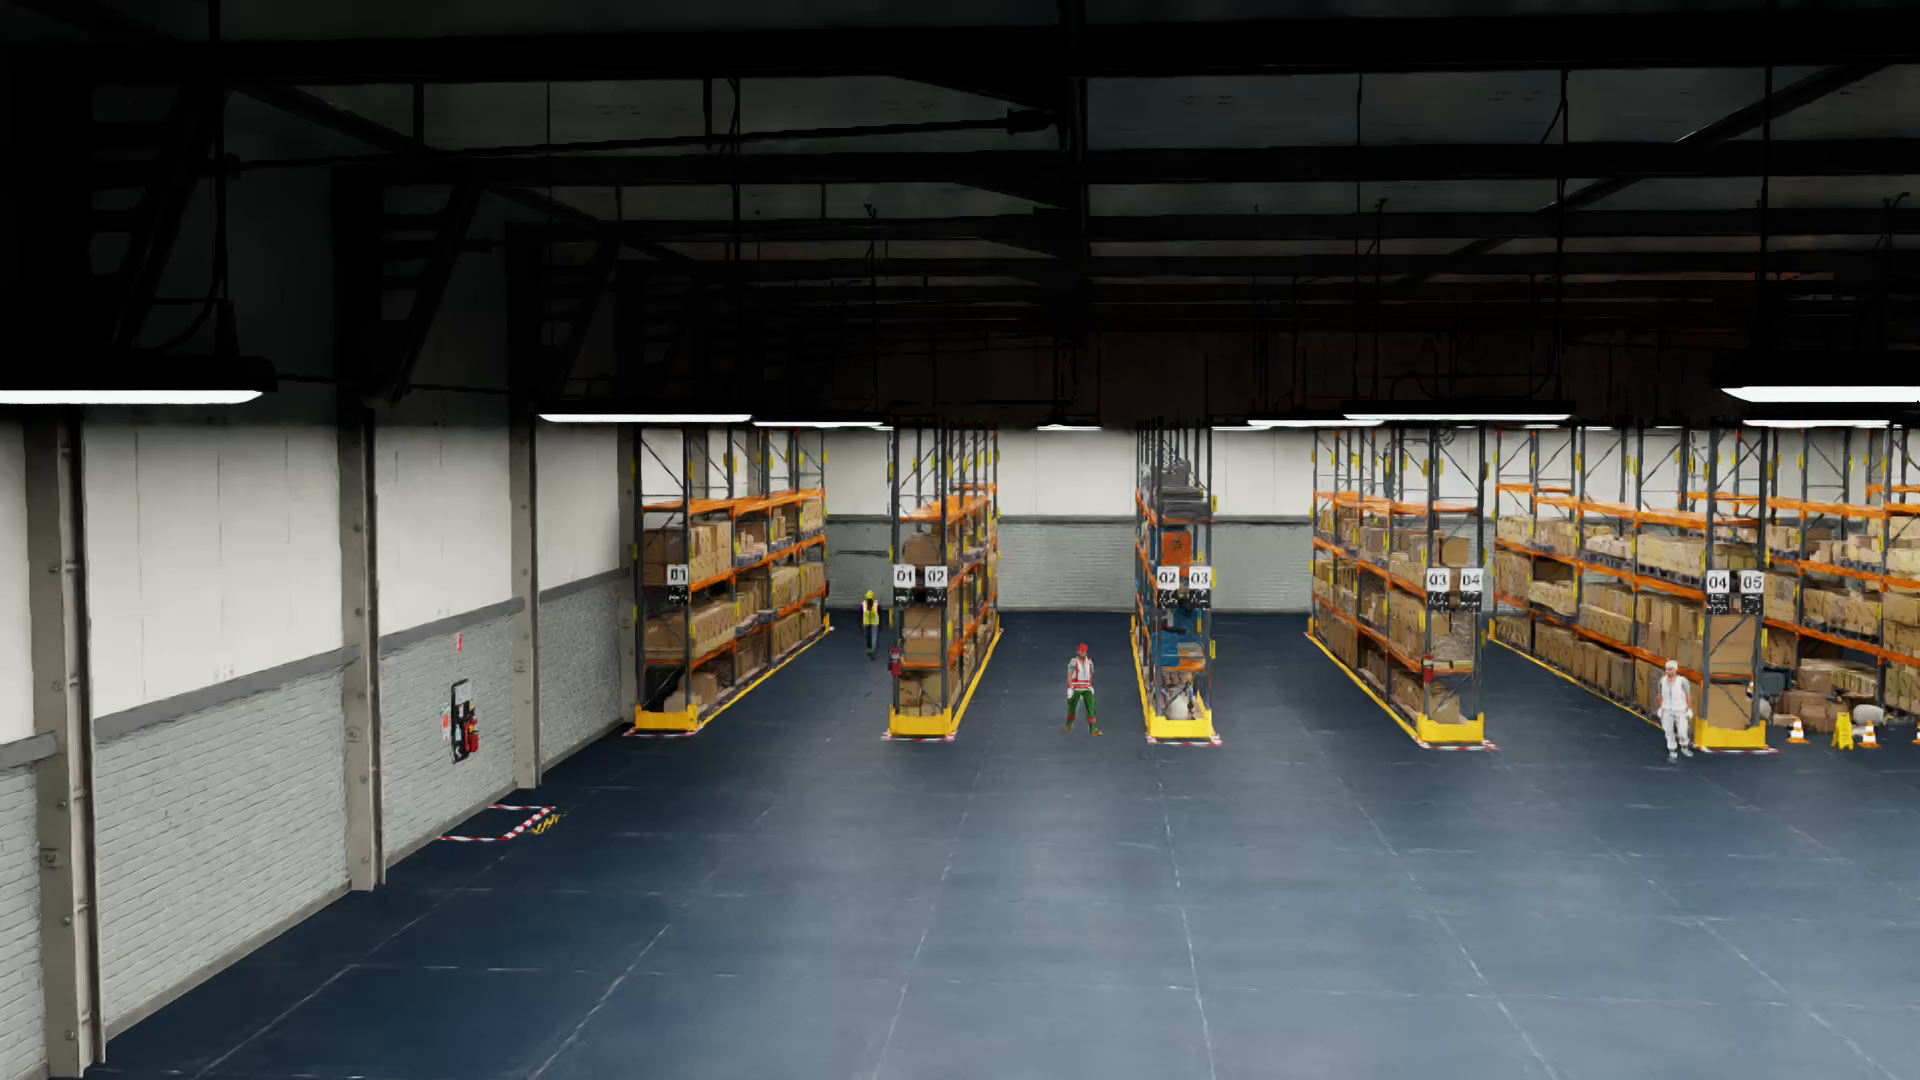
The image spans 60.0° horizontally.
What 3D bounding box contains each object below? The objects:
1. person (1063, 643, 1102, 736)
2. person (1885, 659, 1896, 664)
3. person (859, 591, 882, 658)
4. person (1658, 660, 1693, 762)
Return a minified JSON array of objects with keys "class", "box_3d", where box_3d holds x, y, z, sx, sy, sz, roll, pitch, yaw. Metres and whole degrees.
[{"class":"person","box_3d":[2.297,2.809,31.393,0.593,1.747,0.970,-1,4,-18]},{"class":"person","box_3d":[22.815,2.170,40.548,0.594,1.782,0.678,2,4,26]},{"class":"person","box_3d":[-2.280,2.121,42.098,0.577,1.687,1.121,0,4,7]},{"class":"person","box_3d":[12.405,2.956,28.817,0.589,1.779,0.577,3,5,41]}]
